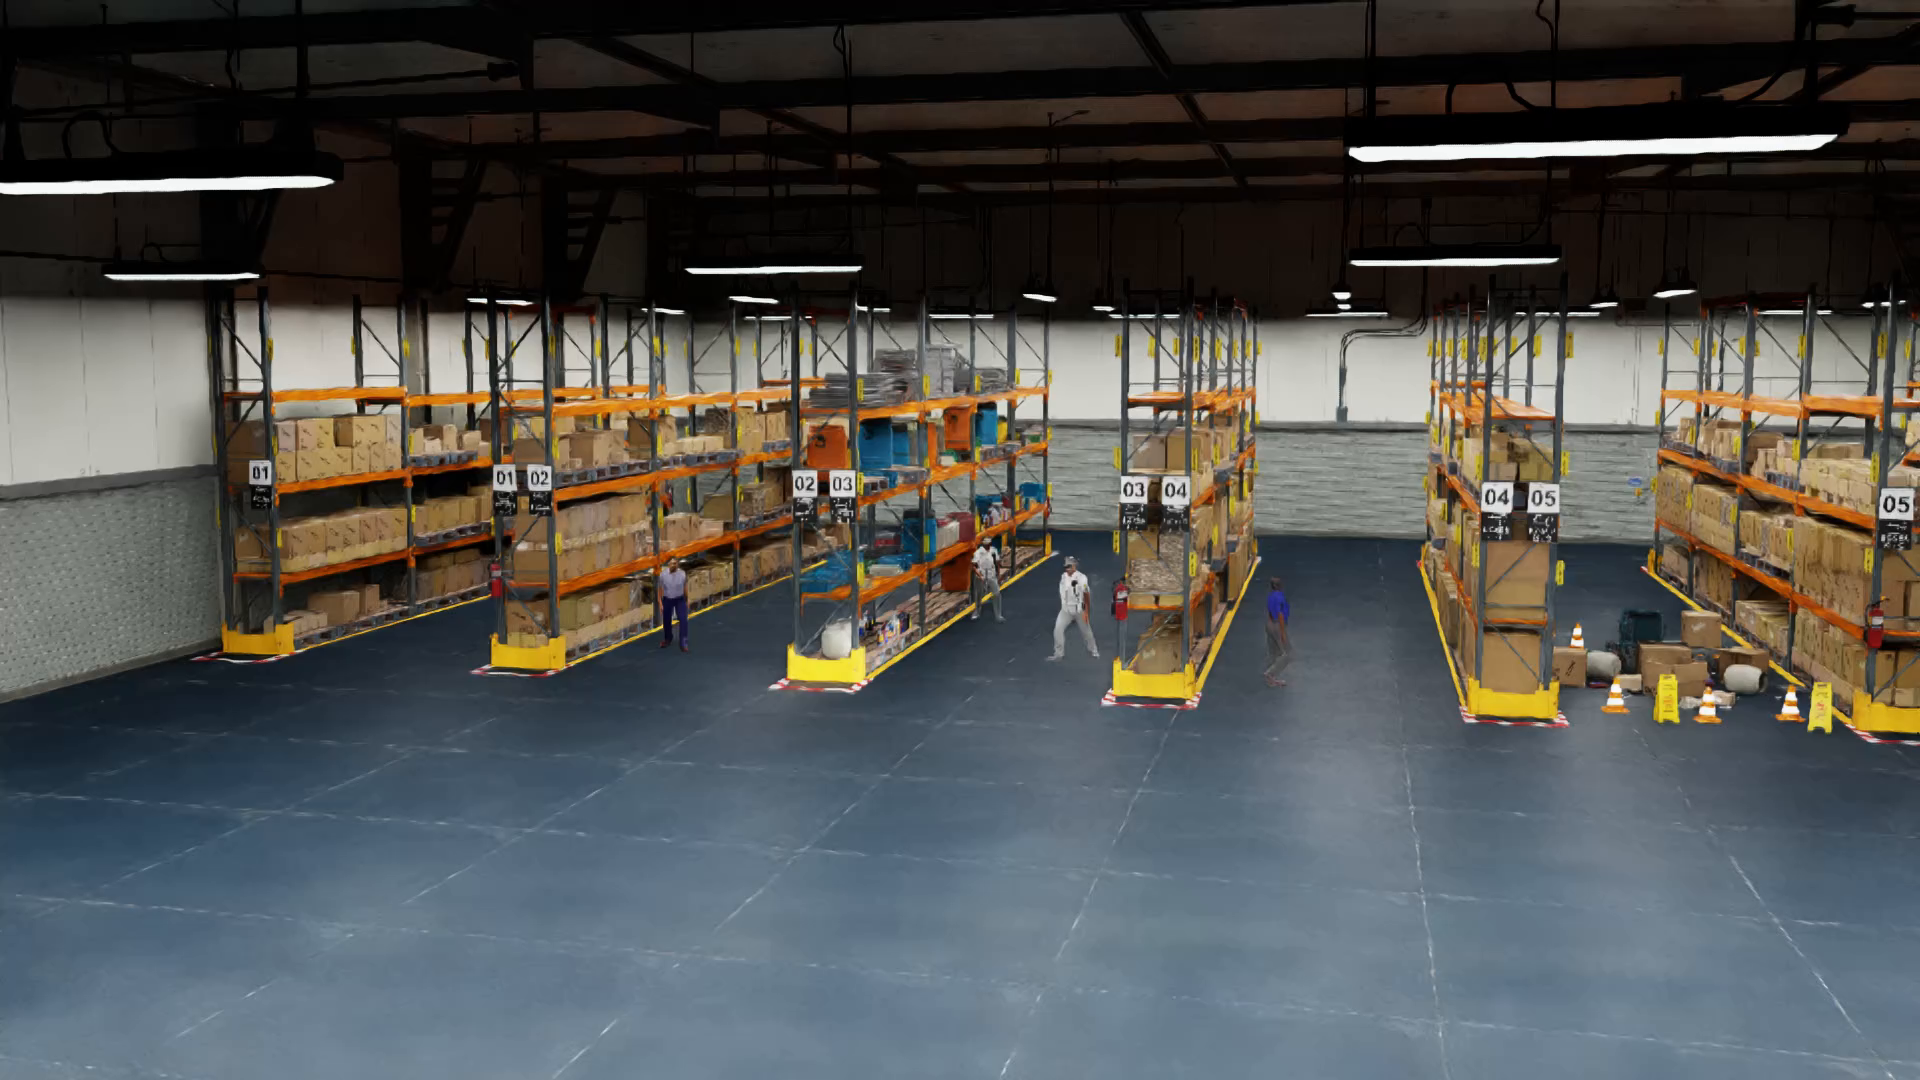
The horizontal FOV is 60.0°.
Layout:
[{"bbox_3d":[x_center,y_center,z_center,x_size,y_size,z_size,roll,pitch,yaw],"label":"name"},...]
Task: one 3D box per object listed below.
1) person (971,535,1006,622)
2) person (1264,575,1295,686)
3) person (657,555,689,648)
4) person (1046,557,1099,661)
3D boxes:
[{"bbox_3d":[0.510,0.678,30.675,0.622,1.608,0.822,0,7,-3],"label":"person"},{"bbox_3d":[4.688,1.355,24.656,0.422,1.656,0.501,-2,7,-15],"label":"person"},{"bbox_3d":[-4.782,1.013,27.748,0.516,1.528,0.784,-1,7,-10],"label":"person"},{"bbox_3d":[1.842,1.094,26.713,0.585,1.701,0.979,5,8,35],"label":"person"}]
